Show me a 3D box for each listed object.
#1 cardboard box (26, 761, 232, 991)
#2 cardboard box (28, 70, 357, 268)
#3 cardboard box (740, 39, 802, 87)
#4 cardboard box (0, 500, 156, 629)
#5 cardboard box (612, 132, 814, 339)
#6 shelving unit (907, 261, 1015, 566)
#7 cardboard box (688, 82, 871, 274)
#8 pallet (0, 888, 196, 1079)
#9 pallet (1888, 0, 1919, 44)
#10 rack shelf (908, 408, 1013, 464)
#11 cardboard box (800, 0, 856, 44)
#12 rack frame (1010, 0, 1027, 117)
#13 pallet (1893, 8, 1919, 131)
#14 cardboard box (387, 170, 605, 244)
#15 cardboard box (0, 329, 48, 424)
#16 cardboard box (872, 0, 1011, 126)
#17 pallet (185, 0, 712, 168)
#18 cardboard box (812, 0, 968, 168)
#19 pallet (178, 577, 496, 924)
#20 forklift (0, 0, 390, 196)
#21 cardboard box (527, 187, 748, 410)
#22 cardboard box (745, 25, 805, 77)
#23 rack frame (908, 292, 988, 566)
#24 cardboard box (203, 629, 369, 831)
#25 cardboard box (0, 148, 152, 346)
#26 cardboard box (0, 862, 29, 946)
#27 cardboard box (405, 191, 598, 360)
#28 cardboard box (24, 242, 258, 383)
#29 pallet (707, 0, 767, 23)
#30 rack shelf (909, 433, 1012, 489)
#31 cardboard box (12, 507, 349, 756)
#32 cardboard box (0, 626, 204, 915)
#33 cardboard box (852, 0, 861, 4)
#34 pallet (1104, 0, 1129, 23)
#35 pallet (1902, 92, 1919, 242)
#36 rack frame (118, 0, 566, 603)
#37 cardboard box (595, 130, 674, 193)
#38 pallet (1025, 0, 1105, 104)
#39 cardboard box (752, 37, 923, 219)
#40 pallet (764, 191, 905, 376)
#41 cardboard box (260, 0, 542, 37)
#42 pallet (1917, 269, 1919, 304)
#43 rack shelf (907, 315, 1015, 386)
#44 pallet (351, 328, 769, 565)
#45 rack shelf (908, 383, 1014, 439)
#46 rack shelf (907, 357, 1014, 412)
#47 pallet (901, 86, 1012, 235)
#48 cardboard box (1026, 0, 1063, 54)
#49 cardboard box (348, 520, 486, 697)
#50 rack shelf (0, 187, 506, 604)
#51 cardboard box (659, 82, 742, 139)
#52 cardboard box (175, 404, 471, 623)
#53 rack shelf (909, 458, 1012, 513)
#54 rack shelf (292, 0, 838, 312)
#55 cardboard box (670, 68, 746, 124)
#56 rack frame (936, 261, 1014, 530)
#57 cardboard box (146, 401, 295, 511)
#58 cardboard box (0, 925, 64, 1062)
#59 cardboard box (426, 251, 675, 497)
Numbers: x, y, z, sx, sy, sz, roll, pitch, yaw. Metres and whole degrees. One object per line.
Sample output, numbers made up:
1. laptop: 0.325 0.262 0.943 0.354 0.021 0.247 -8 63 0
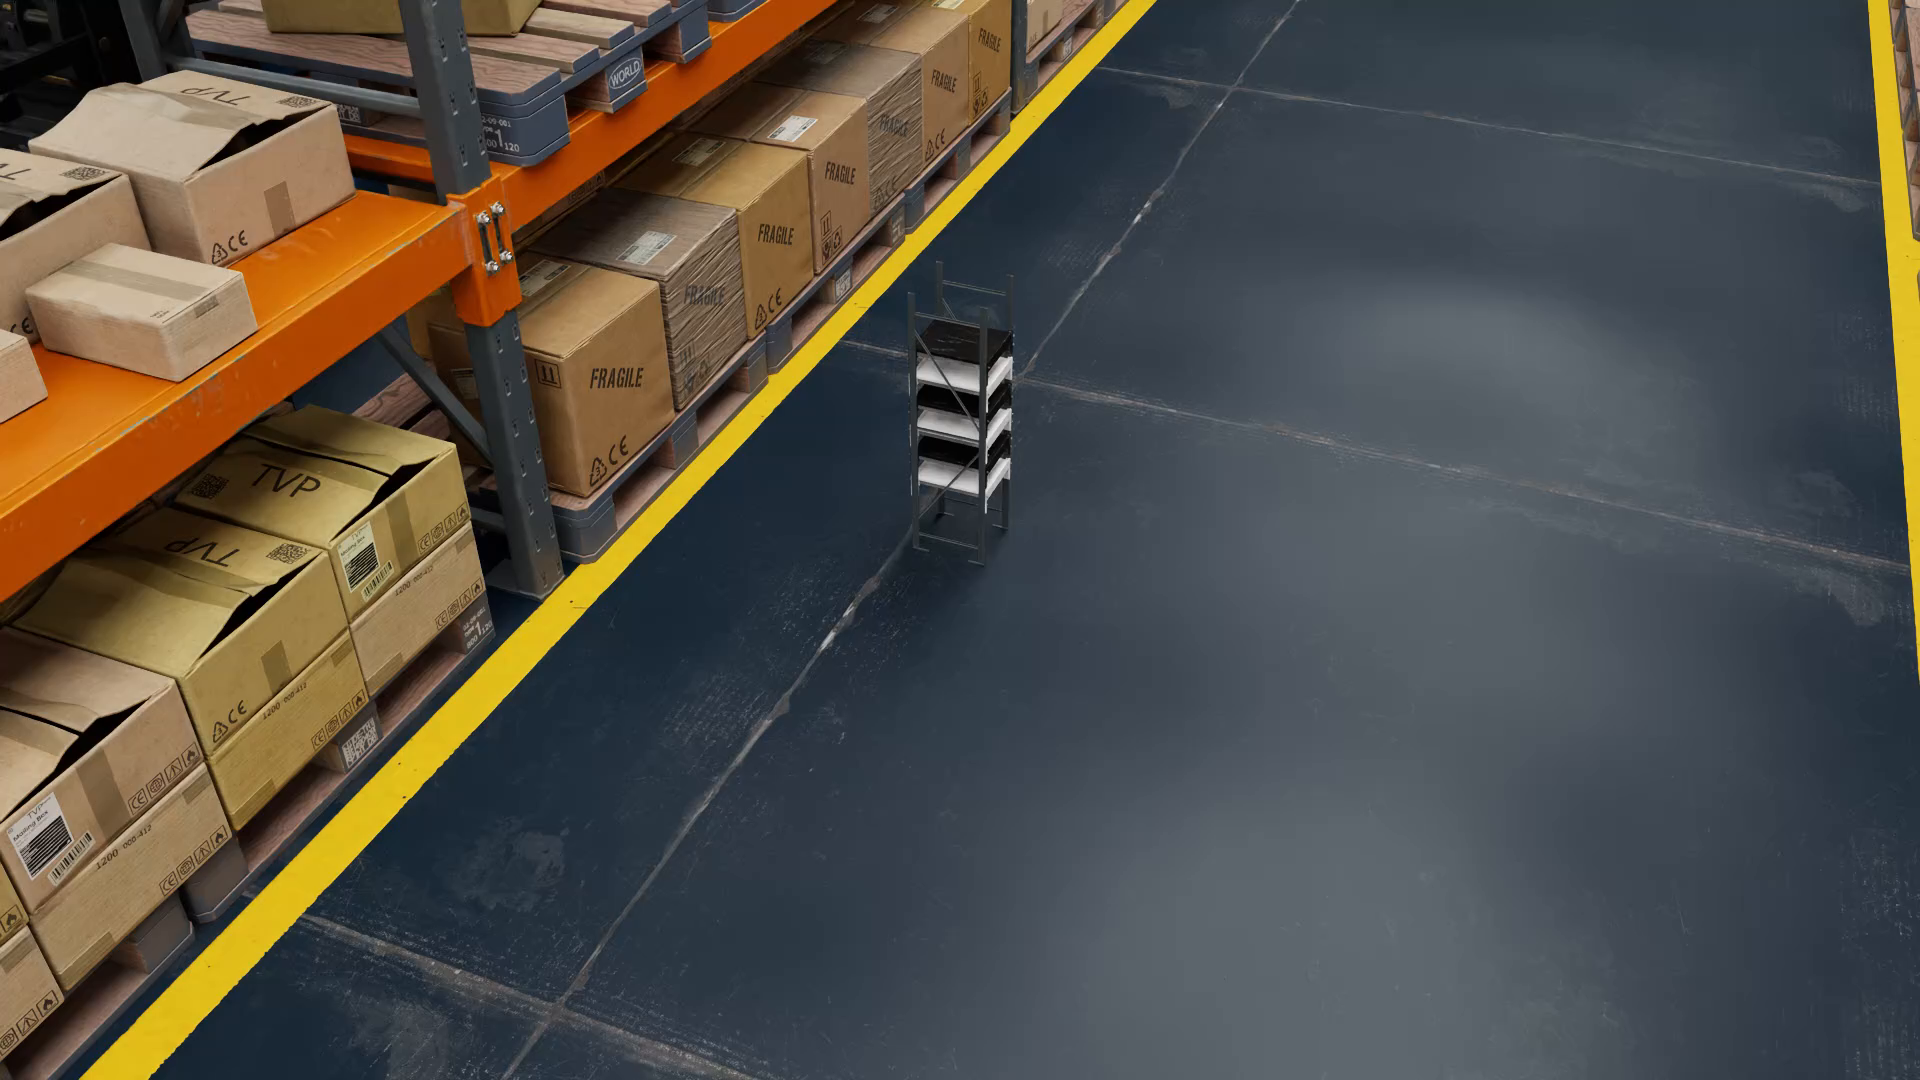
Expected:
1. cardboard box: -2.054 0.683 3.777 0.500 0.250 0.500 15 39 19
2. cardboard box: -1.871 -0.934 4.069 0.500 0.311 0.500 16 40 21
3. cardboard box: -0.969 -1.766 6.827 0.500 0.500 0.500 14 39 18
4. cardboard box: -2.355 0.063 4.138 0.500 0.311 0.500 13 39 17
5. cardboard box: -0.865 -1.091 5.924 0.500 0.500 0.500 13 39 17
6. shelving unit: 0.003 -0.365 4.987 0.258 0.900 0.210 14 39 18
7. cardboard box: -0.671 -1.381 6.312 0.500 0.500 0.500 13 39 16
8. pallet: -2.507 1.076 3.634 1.003 0.211 1.213 14 39 18
9. pallet: 5.582 -2.895 8.947 1.003 0.211 1.213 14 39 18
10. rack shelf: 0.003 -0.338 5.007 0.258 0.077 0.200 14 39 18
11. cardboard box: -0.772 -2.041 7.195 0.500 0.500 0.500 14 39 18
12. rack frame: -0.170 -3.376 7.261 1.000 3.000 0.127 14 39 18
13. pallet: 5.116 -2.222 8.047 1.003 0.211 1.213 14 39 18
14. cardboard box: -1.536 -1.240 5.498 0.500 0.250 0.500 15 39 19
15. cardboard box: -2.125 -0.342 3.412 0.380 0.149 0.250 17 40 21
16. cardboard box: -0.093 -2.212 7.425 0.500 0.500 0.500 14 39 17
17. pallet: -1.499 -1.476 4.879 1.213 0.211 1.003 14 39 18
18. cardboard box: -0.289 -1.941 7.061 0.500 0.500 0.500 14 39 18
19. pallet: -2.041 0.403 4.535 1.003 0.211 1.213 14 39 18
20. forklift: -3.221 -1.657 5.018 1.130 2.935 3.031 14 39 18
21. cardboard box: -1.061 -0.814 5.554 0.500 0.500 0.500 12 39 16
22. cardboard box: -0.960 -2.085 6.628 0.500 0.250 0.500 14 39 18
23. rack frame: -0.036 -0.309 4.911 0.240 0.900 0.006 14 39 18
24. cardboard box: -1.860 0.405 4.149 0.500 0.250 0.500 13 39 17
25. cardboard box: -2.212 -0.674 3.721 0.500 0.311 0.500 13 39 17
26. cardboard box: -2.243 0.738 3.234 0.500 0.311 0.500 15 39 19
27. cardboard box: -1.553 -0.907 5.679 0.500 0.500 0.500 15 39 20
28. cardboard box: -1.779 -0.500 3.623 0.380 0.149 0.250 14 39 18
29. pallet: -0.956 -2.162 5.797 1.003 0.211 1.213 14 39 18
30. rack shelf: 0.003 -0.266 5.060 0.258 0.077 0.200 14 39 18
31. cardboard box: -1.855 0.183 3.978 0.500 0.311 0.500 13 39 17
32. cardboard box: -2.050 0.461 3.605 0.500 0.311 0.500 14 39 17
33. cardboard box: -0.580 -2.339 7.594 0.500 0.500 0.500 12 38 16
34. pallet: 0.555 -3.317 9.511 1.003 0.211 1.213 14 39 18
35. pallet: 4.653 -1.544 7.140 1.003 0.211 1.213 14 39 18
36. rack frame: -1.692 -1.161 4.298 1.000 3.000 0.127 14 39 18
37. cardboard box: -1.356 -1.194 6.062 0.500 0.500 0.500 12 39 16
38. pallet: 0.092 -2.639 8.604 1.003 0.211 1.213 14 39 18
39. cardboard box: -0.480 -1.663 6.690 0.500 0.500 0.500 14 39 18
40. pallet: -0.907 -1.122 6.575 1.003 0.211 1.213 14 39 18
41. cardboard box: -1.557 -1.744 4.643 0.700 0.500 0.500 2 37 2
42. pallet: 4.077 -0.711 6.025 1.003 0.211 1.213 14 39 18
43. rack shelf: 0.003 -0.555 4.845 0.258 0.077 0.200 14 39 18
44. pallet: -1.373 -0.449 5.674 1.003 0.211 1.213 14 39 18
45. rack shelf: 0.003 -0.410 4.953 0.258 0.077 0.200 14 39 18
46. rack shelf: 0.003 -0.482 4.899 0.258 0.077 0.200 14 39 18
47. pallet: -0.445 -1.800 7.482 1.003 0.211 1.213 14 39 18
48. cardboard box: 0.190 -2.658 8.179 0.500 0.311 0.500 14 39 18
49. cardboard box: -1.667 0.119 4.532 0.500 0.250 0.500 15 39 19
50. rack shelf: -2.453 0.234 3.032 1.077 0.370 4.000 14 39 18
51. cardboard box: -1.162 -1.486 6.453 0.500 0.500 0.500 12 39 16
52. cardboard box: -1.664 -0.107 4.365 0.500 0.311 0.500 15 39 19
53. rack shelf: 0.003 -0.194 5.114 0.258 0.077 0.200 14 39 18
54. rack shelf: -0.931 -1.980 5.995 1.077 0.370 4.000 14 39 18
55. cardboard box: -1.150 -1.807 6.257 0.500 0.250 0.500 13 39 17
56. rack frame: 0.042 -0.421 5.062 0.240 0.900 0.006 14 39 18
57. cardboard box: -2.163 -0.230 4.529 0.500 0.311 0.500 15 39 19
58. cardboard box: -2.247 0.968 3.395 0.500 0.250 0.500 15 39 19
59. cardboard box: -1.255 -0.523 5.165 0.500 0.500 0.500 15 39 20
